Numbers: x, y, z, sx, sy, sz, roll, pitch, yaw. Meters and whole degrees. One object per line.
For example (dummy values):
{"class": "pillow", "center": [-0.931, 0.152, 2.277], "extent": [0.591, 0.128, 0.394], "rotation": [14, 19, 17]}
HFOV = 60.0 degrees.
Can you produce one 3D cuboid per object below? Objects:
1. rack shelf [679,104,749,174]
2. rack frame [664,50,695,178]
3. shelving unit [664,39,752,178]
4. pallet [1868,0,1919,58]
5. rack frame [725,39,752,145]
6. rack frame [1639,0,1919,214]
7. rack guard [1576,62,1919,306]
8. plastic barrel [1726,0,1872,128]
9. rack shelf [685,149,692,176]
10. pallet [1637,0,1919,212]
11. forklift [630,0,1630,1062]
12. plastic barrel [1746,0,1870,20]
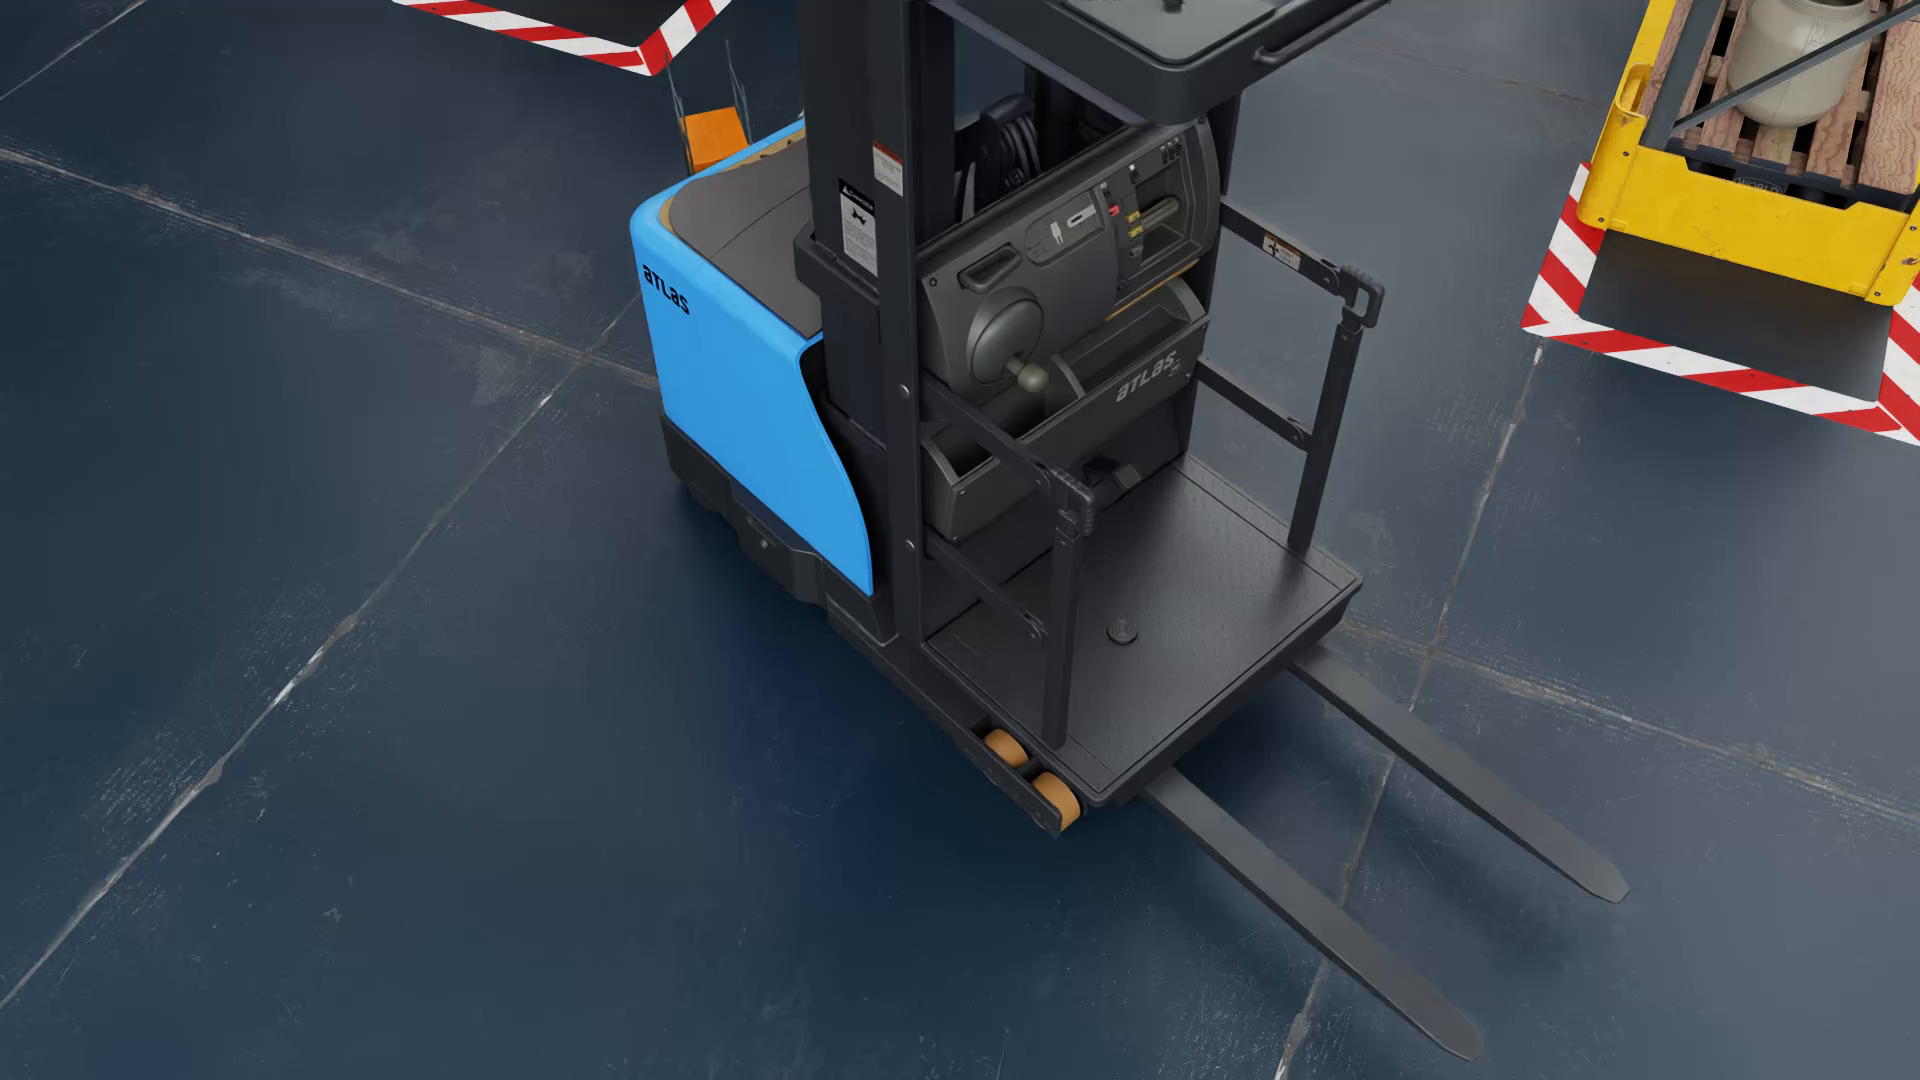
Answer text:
{"class": "rack shelf", "center": [-0.740, -1.195, 5.058], "extent": [0.180, 0.103, 0.258], "rotation": [-14, 52, -9]}
{"class": "rack frame", "center": [-0.820, -0.976, 5.289], "extent": [0.006, 1.200, 0.240], "rotation": [-14, 52, -9]}
{"class": "shelving unit", "center": [-0.732, -0.998, 5.304], "extent": [0.189, 1.200, 0.258], "rotation": [-14, 52, -9]}
{"class": "pallet", "center": [3.787, -2.595, 7.320], "extent": [1.003, 0.211, 1.213], "rotation": [20, 52, 16]}
{"class": "rack frame", "center": [-0.644, -1.020, 5.319], "extent": [0.006, 1.200, 0.240], "rotation": [-14, 52, -9]}
{"class": "rack frame", "center": [2.923, -2.036, 5.013], "extent": [1.000, 3.000, 0.127], "rotation": [20, 52, 16]}
{"class": "rack guard", "center": [2.913, -1.294, 6.023], "extent": [1.175, 0.500, 0.348], "rotation": [20, 52, 16]}
{"class": "plastic barrel", "center": [3.135, -1.844, 6.208], "extent": [0.421, 0.512, 0.421], "rotation": [0, 50, 0]}
{"class": "rack shelf", "center": [-0.737, -1.120, 5.152], "extent": [0.180, 0.103, 0.258], "rotation": [-14, 52, -9]}
{"class": "pallet", "center": [3.265, -1.758, 6.607], "extent": [1.003, 0.211, 1.213], "rotation": [20, 52, 16]}
{"class": "forklift", "center": [0.426, -0.597, 3.833], "extent": [1.130, 2.935, 3.031], "rotation": [-35, 58, -26]}
{"class": "plastic barrel", "center": [3.349, -2.189, 6.501], "extent": [0.421, 0.512, 0.421], "rotation": [0, 50, 0]}
